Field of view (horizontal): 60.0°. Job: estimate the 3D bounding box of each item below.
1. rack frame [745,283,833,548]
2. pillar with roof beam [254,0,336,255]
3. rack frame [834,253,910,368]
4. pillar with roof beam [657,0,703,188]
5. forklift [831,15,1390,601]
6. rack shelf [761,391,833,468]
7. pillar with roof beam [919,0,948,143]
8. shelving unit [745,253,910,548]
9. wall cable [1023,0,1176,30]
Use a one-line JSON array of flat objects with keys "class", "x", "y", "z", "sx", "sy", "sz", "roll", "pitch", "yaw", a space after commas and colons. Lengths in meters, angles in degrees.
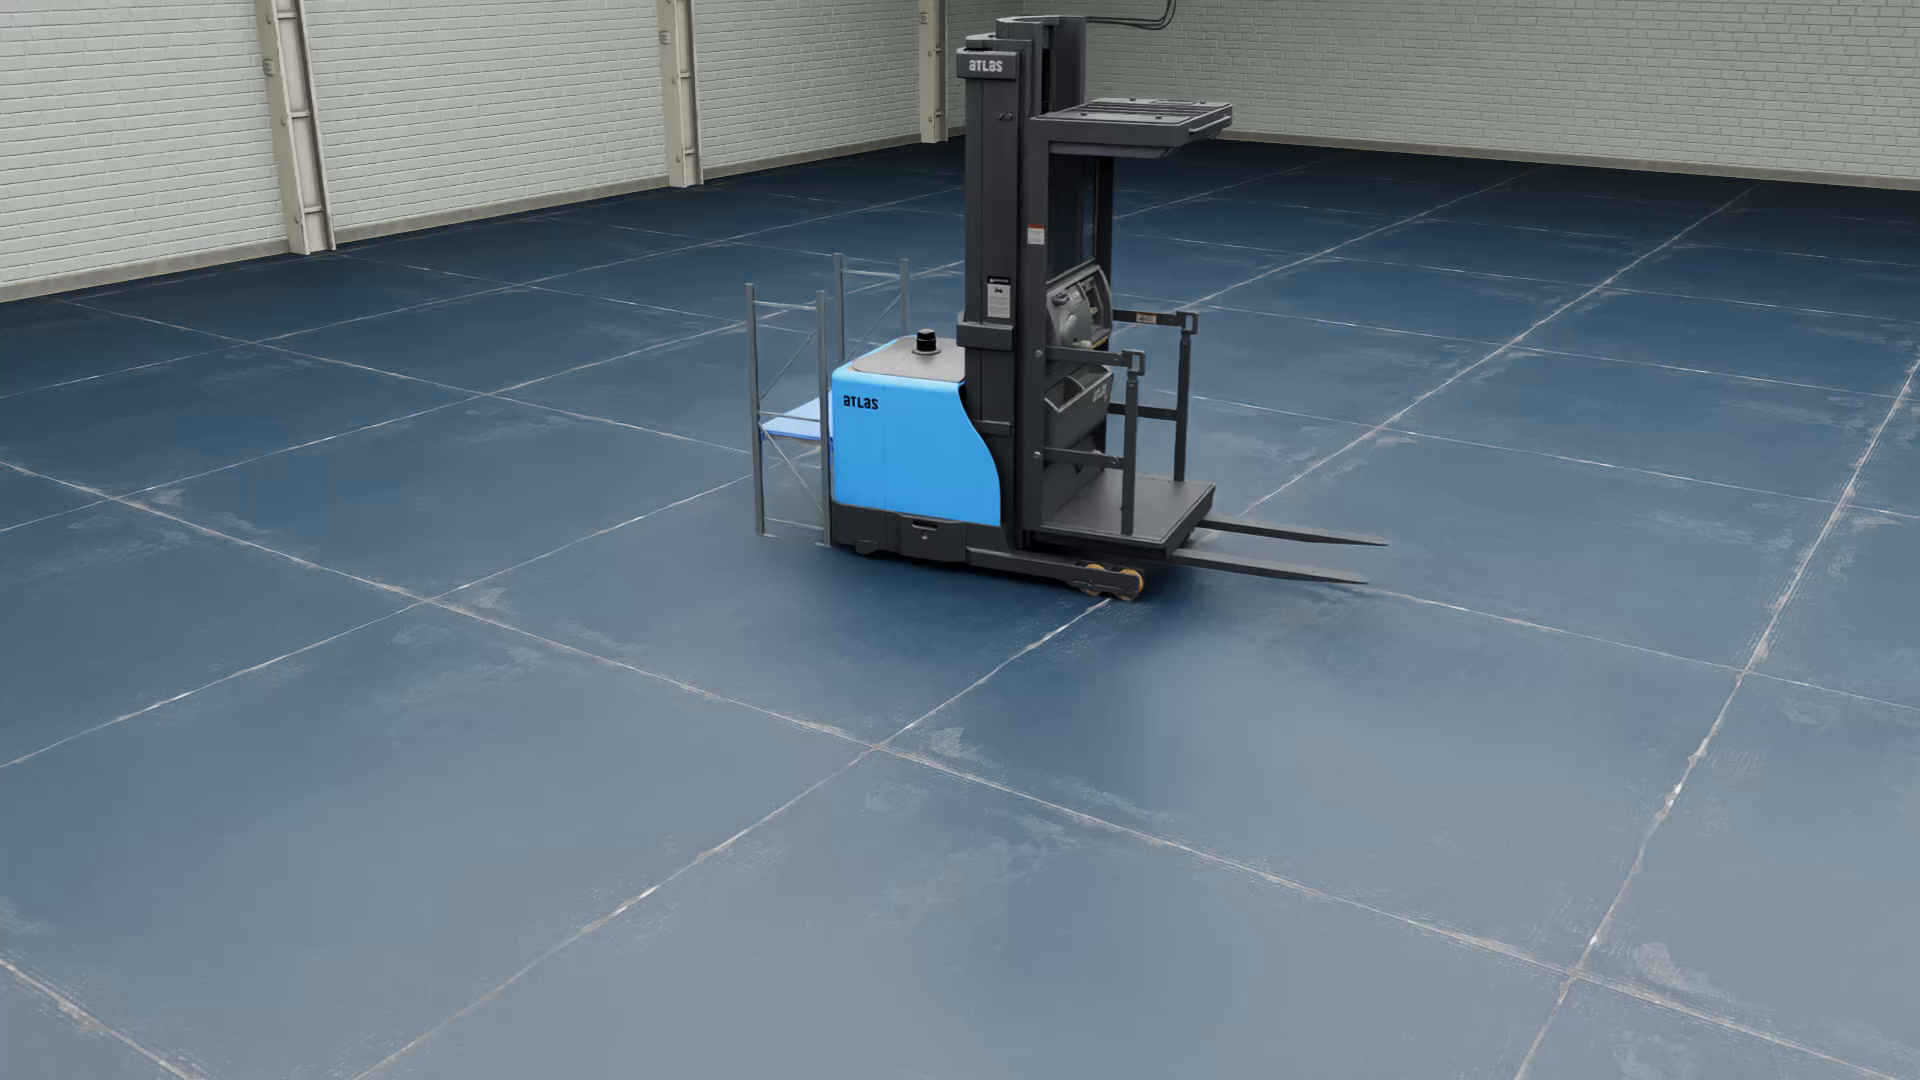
[{"class": "rack frame", "x": -0.972, "y": -0.699, "z": 9.492, "sx": 0.500, "sy": 1.500, "sz": 0.032, "roll": 9, "pitch": 22, "yaw": 24}, {"class": "pillar with roof beam", "x": -3.621, "y": -6.593, "z": 14.617, "sx": 9.100, "sy": 9.000, "sz": 0.400, "roll": 13, "pitch": 24, "yaw": 32}, {"class": "rack frame", "x": -0.540, "y": -1.018, "z": 10.355, "sx": 0.500, "sy": 1.500, "sz": 0.032, "roll": 9, "pitch": 22, "yaw": 24}, {"class": "pillar with roof beam", "x": -0.248, "y": -8.314, "z": 19.271, "sx": 9.100, "sy": 9.000, "sz": 0.400, "roll": 13, "pitch": 24, "yaw": 32}, {"class": "forklift", "x": 0.834, "y": -1.260, "z": 8.946, "sx": 3.031, "sy": 2.935, "sz": 1.130, "roll": 8, "pitch": 22, "yaw": 22}, {"class": "rack shelf", "x": -0.756, "y": -0.690, "z": 9.986, "sx": 0.538, "sy": 0.185, "sz": 1.000, "roll": 9, "pitch": 22, "yaw": 24}, {"class": "pillar with roof beam", "x": 3.125, "y": -10.036, "z": 23.926, "sx": 9.100, "sy": 9.000, "sz": 0.400, "roll": 13, "pitch": 24, "yaw": 32}, {"class": "shelving unit", "x": -0.756, "y": -0.859, "z": 9.924, "sx": 0.538, "sy": 1.500, "sz": 1.048, "roll": 9, "pitch": 22, "yaw": 24}, {"class": "wall cable", "x": 2.314, "y": -10.007, "z": 28.322, "sx": 3.097, "sy": 2.526, "sz": 0.112, "roll": 13, "pitch": 24, "yaw": 32}]
